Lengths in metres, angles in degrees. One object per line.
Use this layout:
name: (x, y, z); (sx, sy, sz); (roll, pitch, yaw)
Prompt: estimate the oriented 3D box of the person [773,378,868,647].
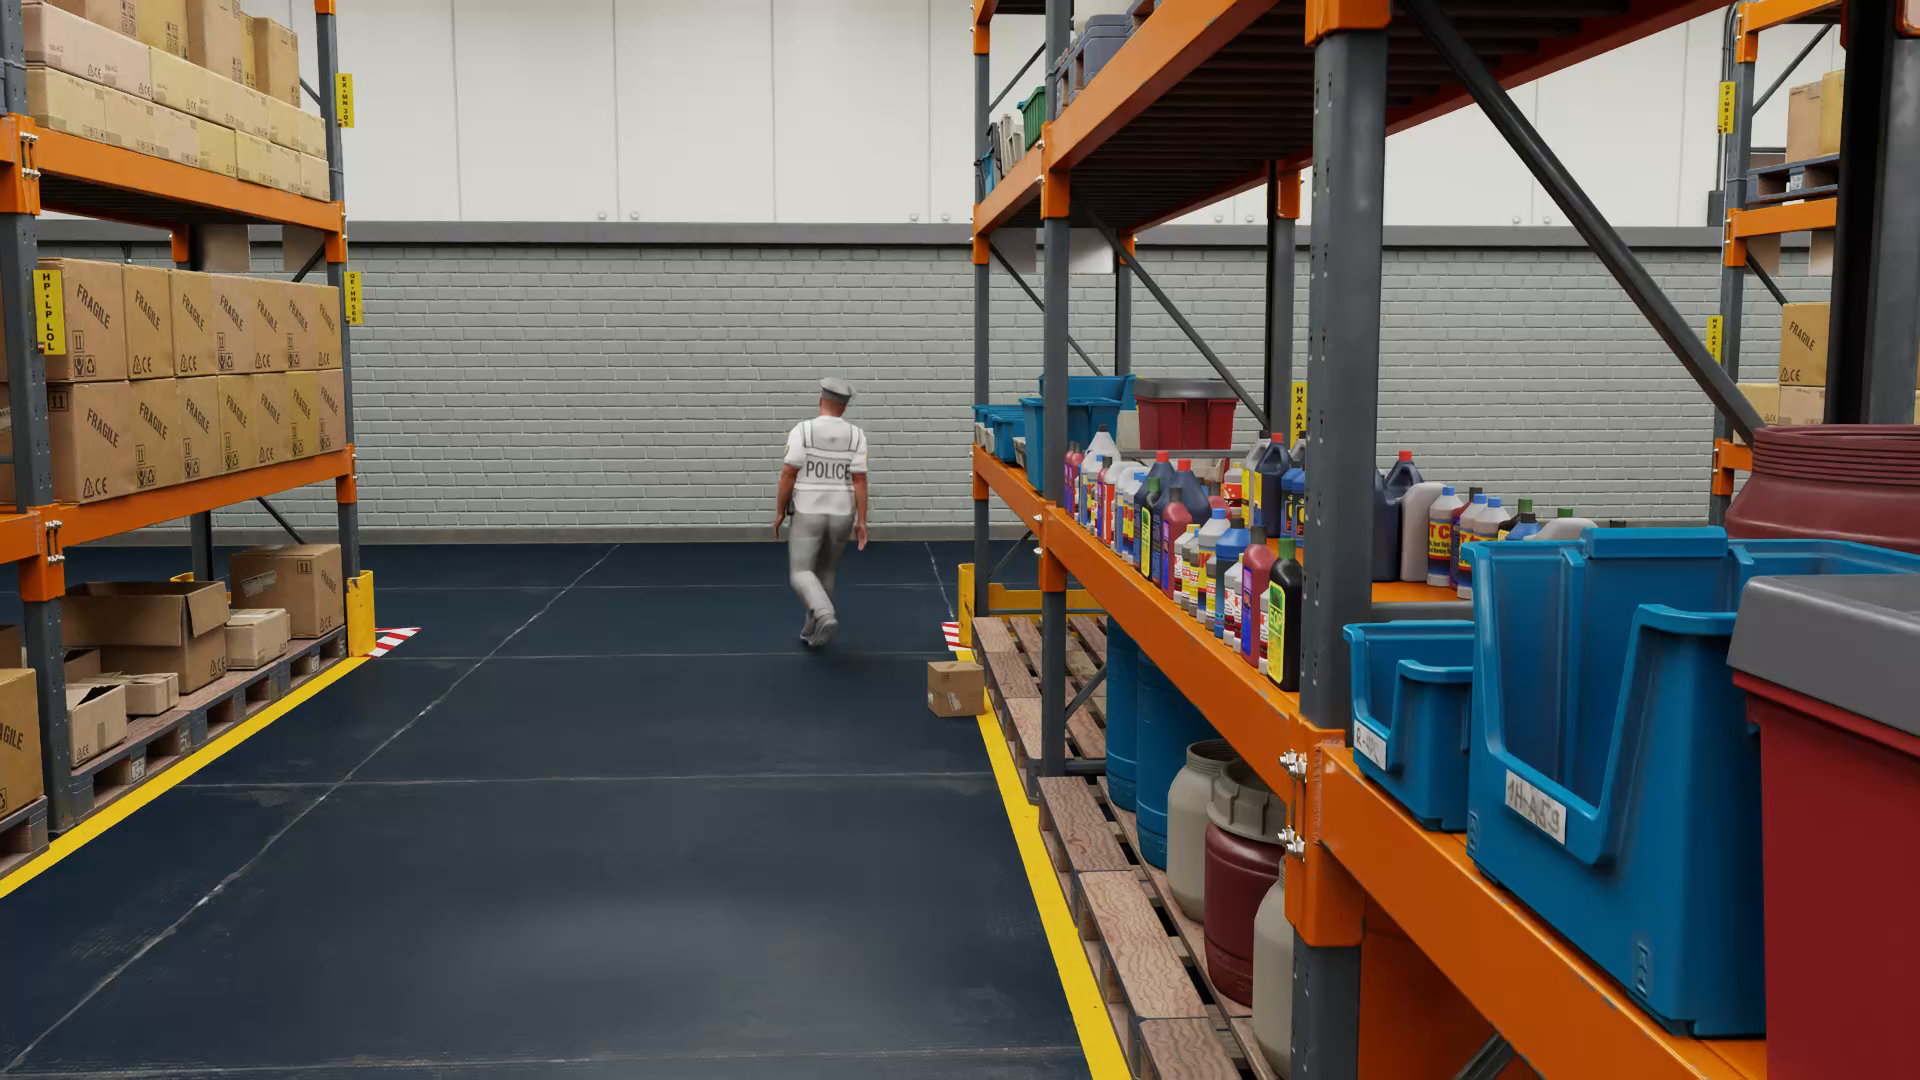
person: (-0.873, -0.161, 10.518); (0.586, 1.717, 0.929); (-3, 7, -21)
